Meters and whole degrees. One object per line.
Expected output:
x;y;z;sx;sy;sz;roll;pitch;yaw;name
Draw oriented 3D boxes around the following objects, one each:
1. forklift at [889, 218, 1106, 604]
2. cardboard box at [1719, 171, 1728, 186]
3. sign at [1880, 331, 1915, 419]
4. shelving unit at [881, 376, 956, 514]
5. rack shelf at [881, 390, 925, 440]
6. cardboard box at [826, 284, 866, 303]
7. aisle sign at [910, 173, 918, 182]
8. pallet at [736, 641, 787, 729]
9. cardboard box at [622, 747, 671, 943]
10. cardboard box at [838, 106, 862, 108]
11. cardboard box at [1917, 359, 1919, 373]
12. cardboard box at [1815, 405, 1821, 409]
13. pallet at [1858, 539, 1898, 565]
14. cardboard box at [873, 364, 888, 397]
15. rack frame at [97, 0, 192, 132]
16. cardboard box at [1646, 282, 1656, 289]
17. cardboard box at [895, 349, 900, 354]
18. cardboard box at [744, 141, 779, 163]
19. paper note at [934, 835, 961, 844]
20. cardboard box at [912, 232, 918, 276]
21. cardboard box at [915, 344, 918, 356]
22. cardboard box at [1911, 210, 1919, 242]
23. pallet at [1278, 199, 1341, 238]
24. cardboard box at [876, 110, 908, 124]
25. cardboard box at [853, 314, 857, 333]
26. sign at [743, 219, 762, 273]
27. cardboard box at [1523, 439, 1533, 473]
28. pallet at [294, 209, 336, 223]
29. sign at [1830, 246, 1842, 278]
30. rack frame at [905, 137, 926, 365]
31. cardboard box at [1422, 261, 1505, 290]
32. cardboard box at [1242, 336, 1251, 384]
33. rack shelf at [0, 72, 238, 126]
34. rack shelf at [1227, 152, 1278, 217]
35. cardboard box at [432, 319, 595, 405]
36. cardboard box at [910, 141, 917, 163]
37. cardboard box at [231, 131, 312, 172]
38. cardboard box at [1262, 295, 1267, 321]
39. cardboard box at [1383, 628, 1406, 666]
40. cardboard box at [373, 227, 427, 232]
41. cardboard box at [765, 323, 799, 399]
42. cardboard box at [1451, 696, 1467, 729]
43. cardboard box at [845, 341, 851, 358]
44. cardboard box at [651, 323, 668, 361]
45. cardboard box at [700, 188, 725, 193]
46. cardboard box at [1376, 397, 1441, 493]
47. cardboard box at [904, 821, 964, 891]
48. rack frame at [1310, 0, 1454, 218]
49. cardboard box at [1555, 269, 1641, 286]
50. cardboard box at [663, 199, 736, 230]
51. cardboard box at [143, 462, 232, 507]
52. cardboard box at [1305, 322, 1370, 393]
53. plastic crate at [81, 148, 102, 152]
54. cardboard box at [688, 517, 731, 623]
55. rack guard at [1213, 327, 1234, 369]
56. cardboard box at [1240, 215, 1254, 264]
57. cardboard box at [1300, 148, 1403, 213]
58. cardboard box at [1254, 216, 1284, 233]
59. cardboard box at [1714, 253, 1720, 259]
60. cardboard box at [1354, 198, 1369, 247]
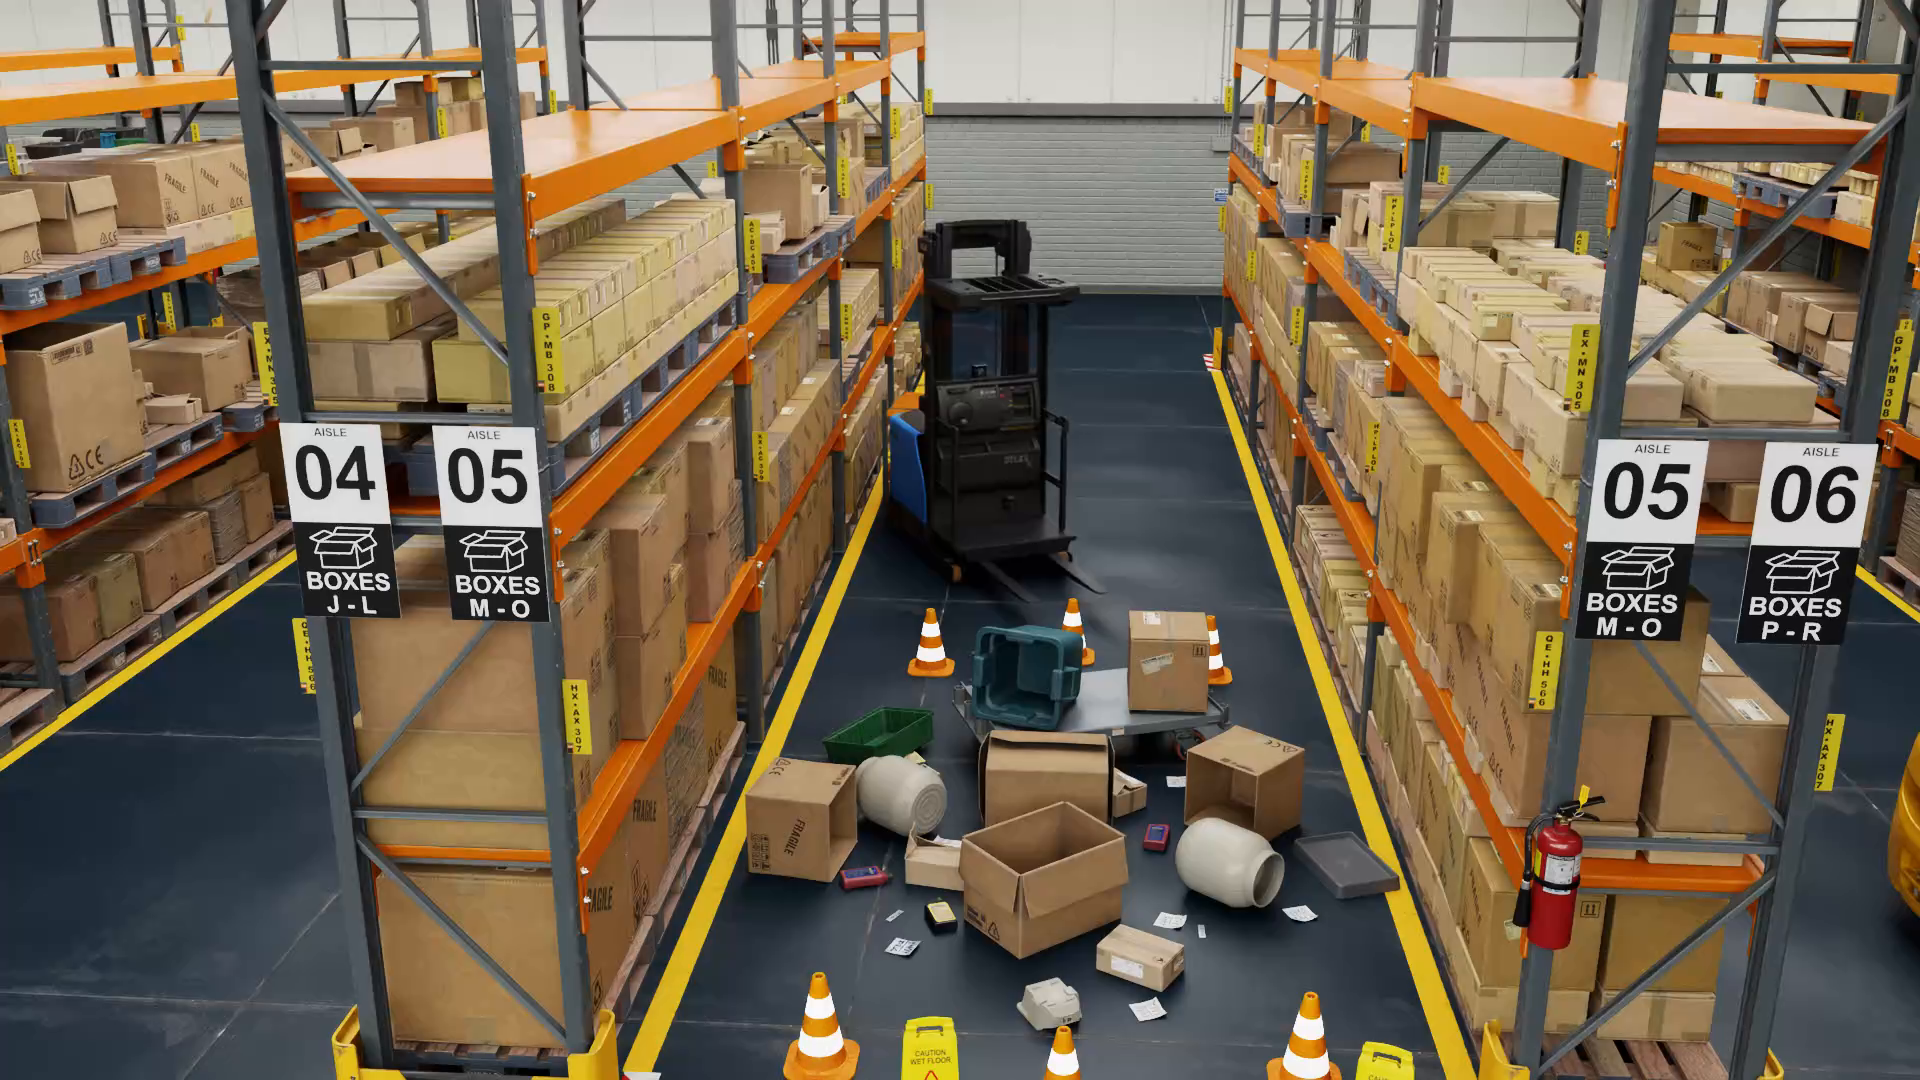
0.325;-1.166;14.102;1.130;2.935;3.031;-7;19;-19;forklift
8.406;-3.887;17.881;0.380;0.149;0.250;1;18;4;cardboard box
3.384;-0.598;6.037;0.100;0.325;0.005;1;18;4;sign
-0.390;-0.928;16.276;0.538;1.125;1.048;4;18;11;shelving unit
-0.390;-1.206;16.185;0.538;0.278;1.000;4;18;11;rack shelf
-1.154;-2.488;16.798;0.380;0.149;0.250;1;18;2;cardboard box
-0.650;-5.069;21.728;0.394;0.787;0.004;1;18;4;aisle sign
-1.835;0.993;11.880;1.003;0.211;1.213;1;18;4;pallet
-2.058;1.476;8.665;0.875;0.875;0.875;1;18;3;cardboard box
-1.352;-5.266;20.485;0.380;0.149;0.250;2;18;5;cardboard box
8.051;-1.408;13.526;0.380;0.149;0.250;2;18;6;cardboard box
8.352;-1.271;16.610;0.380;0.149;0.250;1;18;4;cardboard box
8.459;-0.050;15.064;1.003;0.211;1.213;1;18;4;pallet
-1.043;-1.706;17.776;0.500;0.250;0.500;1;18;2;cardboard box
-10.835;-6.921;21.921;1.000;3.000;0.127;1;18;4;rack frame
8.502;-3.015;20.036;0.380;0.149;0.250;1;18;2;cardboard box
-0.929;-2.214;20.139;0.380;0.149;0.250;1;18;2;cardboard box
-1.758;-3.301;14.300;0.396;0.266;0.258;1;18;4;cardboard box
-0.087;1.787;9.761;0.172;0.023;0.155;8;20;23;paper note
-0.799;-3.544;20.609;0.500;0.500;0.500;1;18;4;cardboard box
-0.743;-2.472;21.403;0.380;0.149;0.250;1;18;2;cardboard box
8.162;-2.663;13.984;0.500;0.250;0.500;1;18;2;cardboard box
3.410;-2.791;14.436;1.213;0.211;1.003;2;18;6;pallet
-0.818;-5.012;19.708;0.380;0.149;0.250;1;18;2;cardboard box
-1.202;-2.100;16.093;0.380;0.149;0.250;1;18;3;cardboard box
-1.261;-1.787;10.113;0.100;0.325;0.005;1;18;4;sign
2.628;-0.352;7.094;0.380;0.149;0.250;2;18;6;cardboard box
-6.475;-3.012;15.111;1.213;0.211;1.003;2;18;6;pallet
9.208;-2.925;17.501;0.100;0.325;0.005;1;18;4;sign
-0.955;-3.818;22.084;1.000;3.000;0.127;1;18;4;rack frame
2.764;-1.443;9.141;0.380;0.149;0.250;1;18;2;cardboard box
3.985;-2.229;20.675;0.875;0.438;0.875;2;18;5;cardboard box
-6.611;-3.173;12.279;1.077;0.370;4.000;1;18;4;rack shelf
3.847;-4.201;19.591;1.077;0.370;4.000;1;18;4;rack shelf
-1.811;-0.735;6.787;0.500;0.250;0.500;1;18;4;cardboard box
-0.802;-4.712;20.237;0.500;0.250;0.500;2;18;6;cardboard box
-6.522;-3.609;15.794;0.500;0.500;0.500;2;18;7;cardboard box
3.381;-2.370;17.102;0.500;0.250;0.500;2;18;5;cardboard box
2.749;0.646;9.958;0.380;0.149;0.250;2;18;5;cardboard box
-6.415;-3.293;19.040;0.500;0.500;0.500;2;18;5;cardboard box
-1.640;-1.400;12.939;0.700;0.500;0.500;1;18;3;cardboard box
2.678;0.830;8.302;0.380;0.149;0.250;1;18;3;cardboard box
-1.239;-1.799;15.651;0.380;0.149;0.250;2;18;6;cardboard box
-1.649;-0.972;8.150;0.380;0.149;0.250;1;18;4;cardboard box
-1.835;-2.559;12.830;0.500;0.250;0.500;2;18;5;cardboard box
2.882;-0.544;9.848;0.700;0.500;0.500;1;18;3;cardboard box
-0.101;1.784;9.380;0.396;0.266;0.258;4;19;13;cardboard box
3.416;-4.105;13.325;1.000;3.000;0.127;1;18;4;rack frame
3.387;-1.348;8.854;0.380;0.149;0.250;2;18;6;cardboard box
-1.523;-1.902;9.708;0.380;0.149;0.250;1;18;3;cardboard box
-6.514;-0.479;13.998;0.500;0.250;0.500;3;18;10;cardboard box
3.153;-1.508;13.721;0.500;0.500;0.500;1;18;2;cardboard box
-10.735;-4.723;20.453;0.437;0.136;0.530;1;18;4;plastic crate
-1.846;0.124;9.813;0.875;0.550;0.550;1;18;4;cardboard box
3.992;-2.558;22.254;1.175;0.500;0.348;1;18;4;rack guard
3.533;-3.487;19.309;0.500;0.500;0.500;2;18;5;cardboard box
3.293;-3.048;14.078;0.797;0.503;0.637;0;18;1;cardboard box
3.408;-3.430;18.092;0.380;0.149;0.250;1;18;3;cardboard box
9.135;-3.390;20.542;0.500;0.250;0.500;1;18;4;cardboard box
3.336;-2.254;12.329;0.797;0.503;0.637;1;18;4;cardboard box
